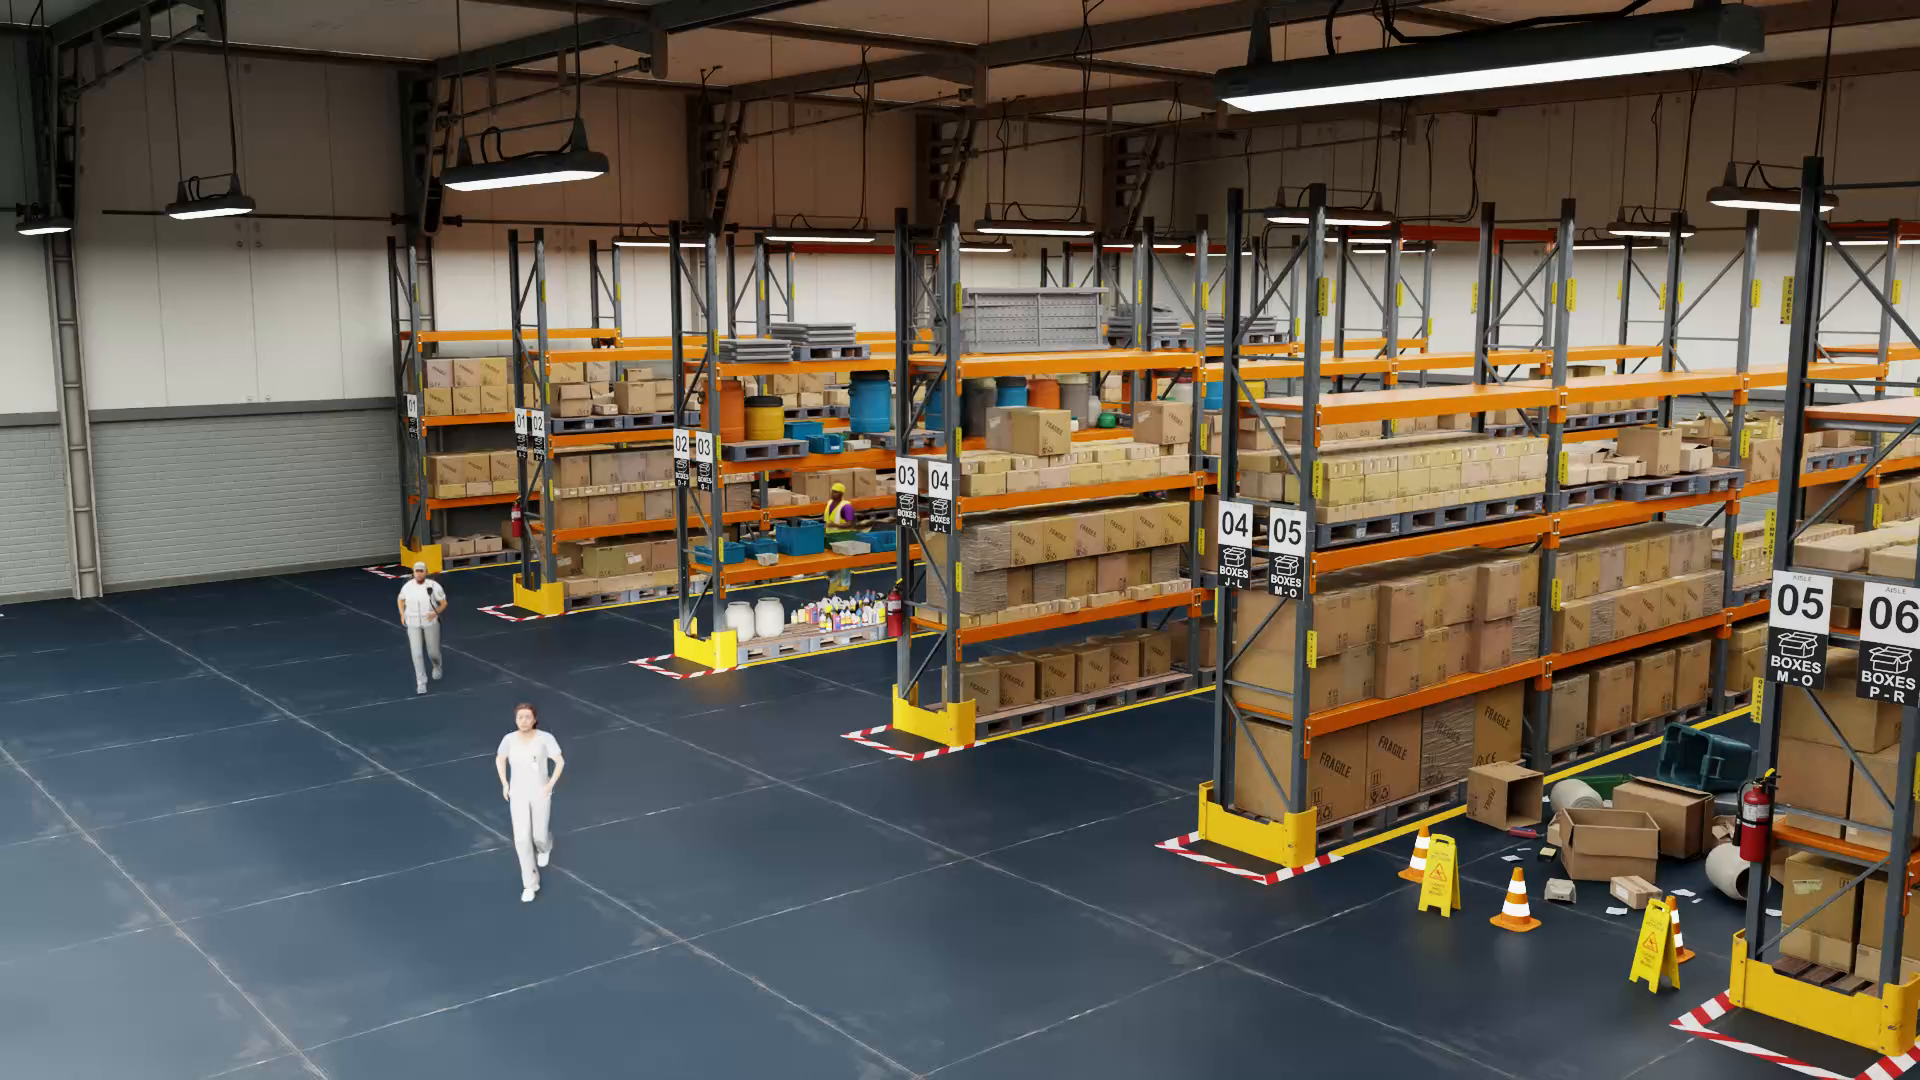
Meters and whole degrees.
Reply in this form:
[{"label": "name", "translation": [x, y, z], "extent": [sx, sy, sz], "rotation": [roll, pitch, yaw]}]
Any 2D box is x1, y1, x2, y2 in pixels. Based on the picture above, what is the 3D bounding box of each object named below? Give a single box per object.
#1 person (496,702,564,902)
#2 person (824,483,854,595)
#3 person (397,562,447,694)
[{"label": "person", "translation": [-3.684, 2.271, 14.298], "extent": [0.583, 1.482, 0.797], "rotation": [-1, 9, -7]}, {"label": "person", "translation": [-1.977, -0.006, 26.253], "extent": [0.689, 1.802, 0.637], "rotation": [6, 11, 35]}, {"label": "person", "translation": [0.658, 1.528, 17.522], "extent": [14.065, 1.942, 11.062], "rotation": [-2, 9, -10]}]
